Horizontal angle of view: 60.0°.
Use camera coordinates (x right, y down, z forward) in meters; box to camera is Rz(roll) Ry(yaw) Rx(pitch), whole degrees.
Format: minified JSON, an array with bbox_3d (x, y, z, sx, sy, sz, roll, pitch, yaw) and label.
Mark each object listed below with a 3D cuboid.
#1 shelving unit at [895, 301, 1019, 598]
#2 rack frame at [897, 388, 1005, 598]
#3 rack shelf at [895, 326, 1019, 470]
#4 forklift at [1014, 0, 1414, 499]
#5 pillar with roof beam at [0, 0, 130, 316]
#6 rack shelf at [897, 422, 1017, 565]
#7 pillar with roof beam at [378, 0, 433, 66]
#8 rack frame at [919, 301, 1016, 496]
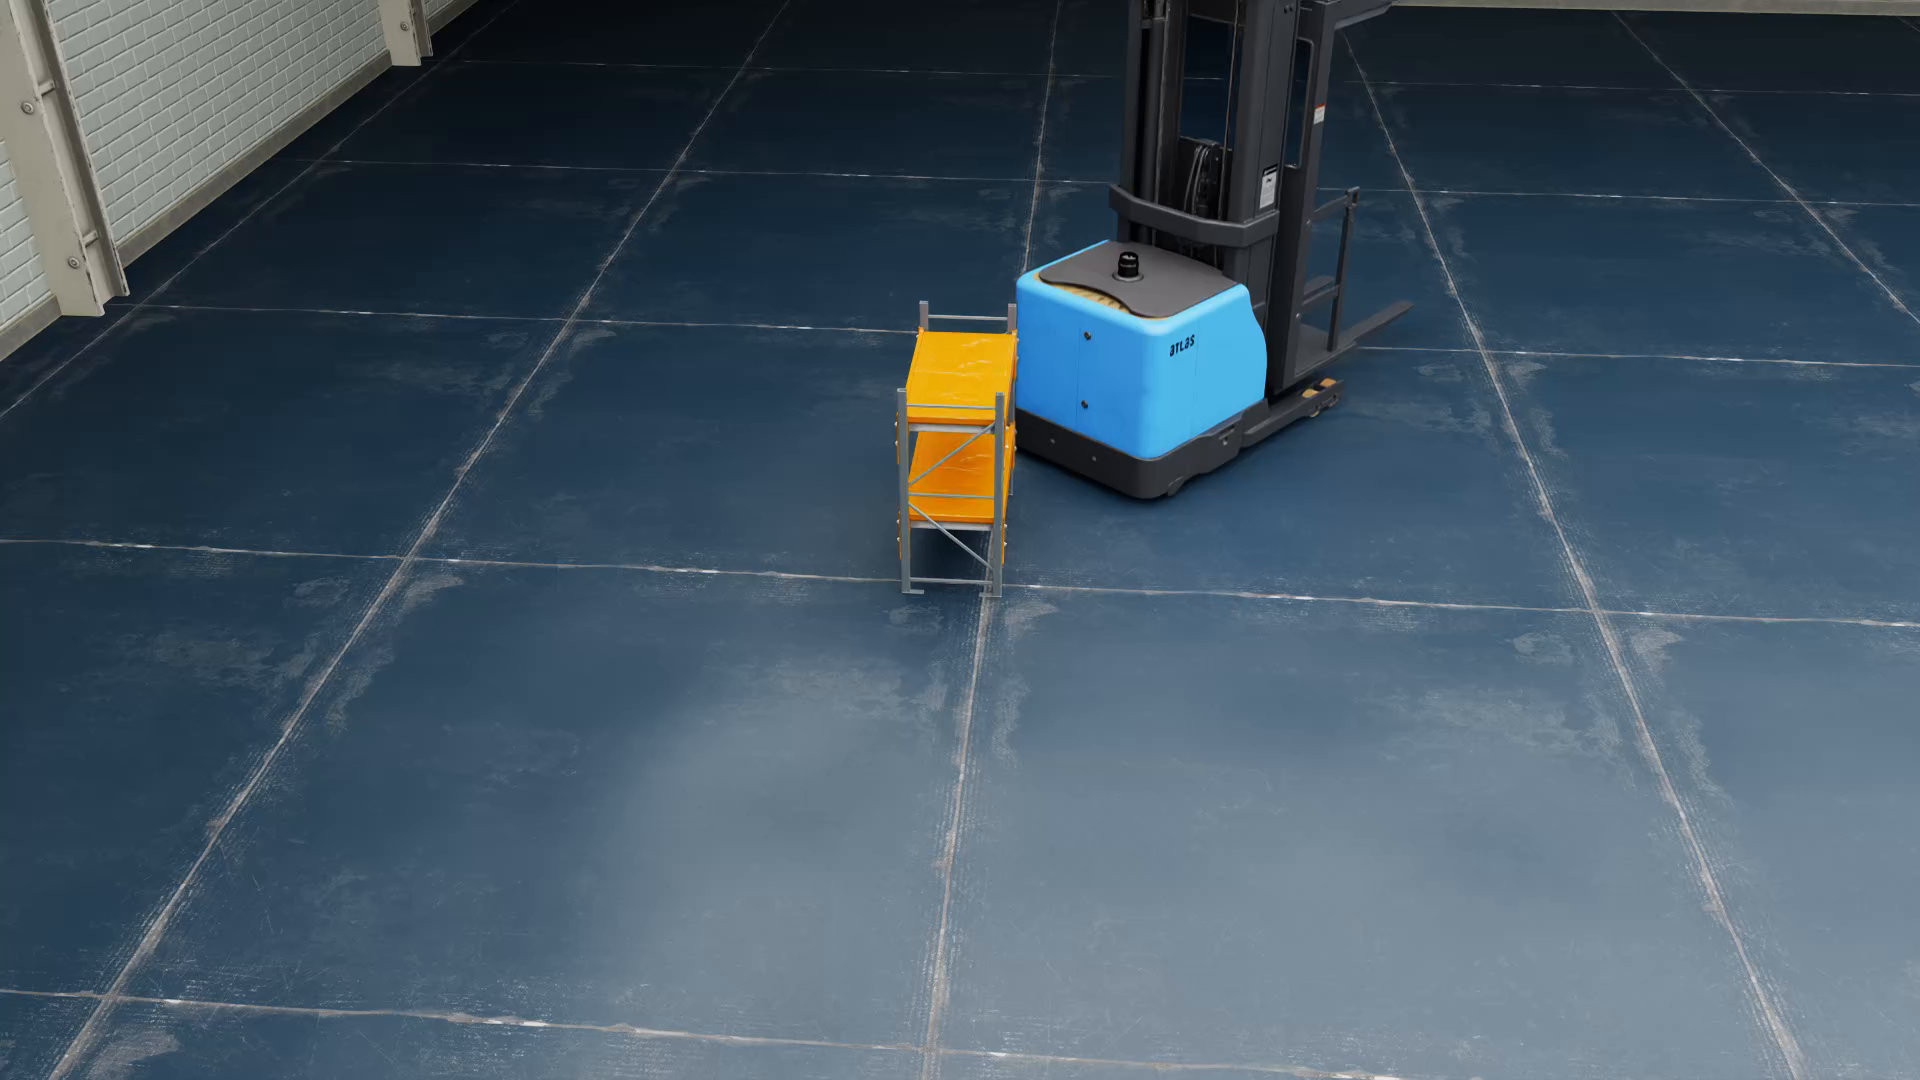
[{"bbox_3d":[-0.001,-0.475,8.449,0.538,1.125,1.048,2,32,4],"label":"shelving unit"},{"bbox_3d":[-0.042,-0.210,8.018,0.500,1.125,0.032,2,32,4],"label":"rack frame"},{"bbox_3d":[-0.001,-0.725,8.296,0.538,0.278,1.000,2,32,4],"label":"rack shelf"},{"bbox_3d":[1.674,-2.148,9.442,1.130,2.935,3.031,27,40,36],"label":"forklift"},{"bbox_3d":[-1.630,-5.263,8.713,9.100,9.000,0.400,2,32,4],"label":"pillar with roof beam"},{"bbox_3d":[-0.001,-0.267,8.577,0.538,0.278,1.000,2,32,4],"label":"rack shelf"},{"bbox_3d":[-1.141,-8.400,13.804,9.100,9.000,0.400,2,32,4],"label":"pillar with roof beam"},{"bbox_3d":[0.041,-0.741,8.880,0.500,1.125,0.032,2,32,4],"label":"rack frame"}]
